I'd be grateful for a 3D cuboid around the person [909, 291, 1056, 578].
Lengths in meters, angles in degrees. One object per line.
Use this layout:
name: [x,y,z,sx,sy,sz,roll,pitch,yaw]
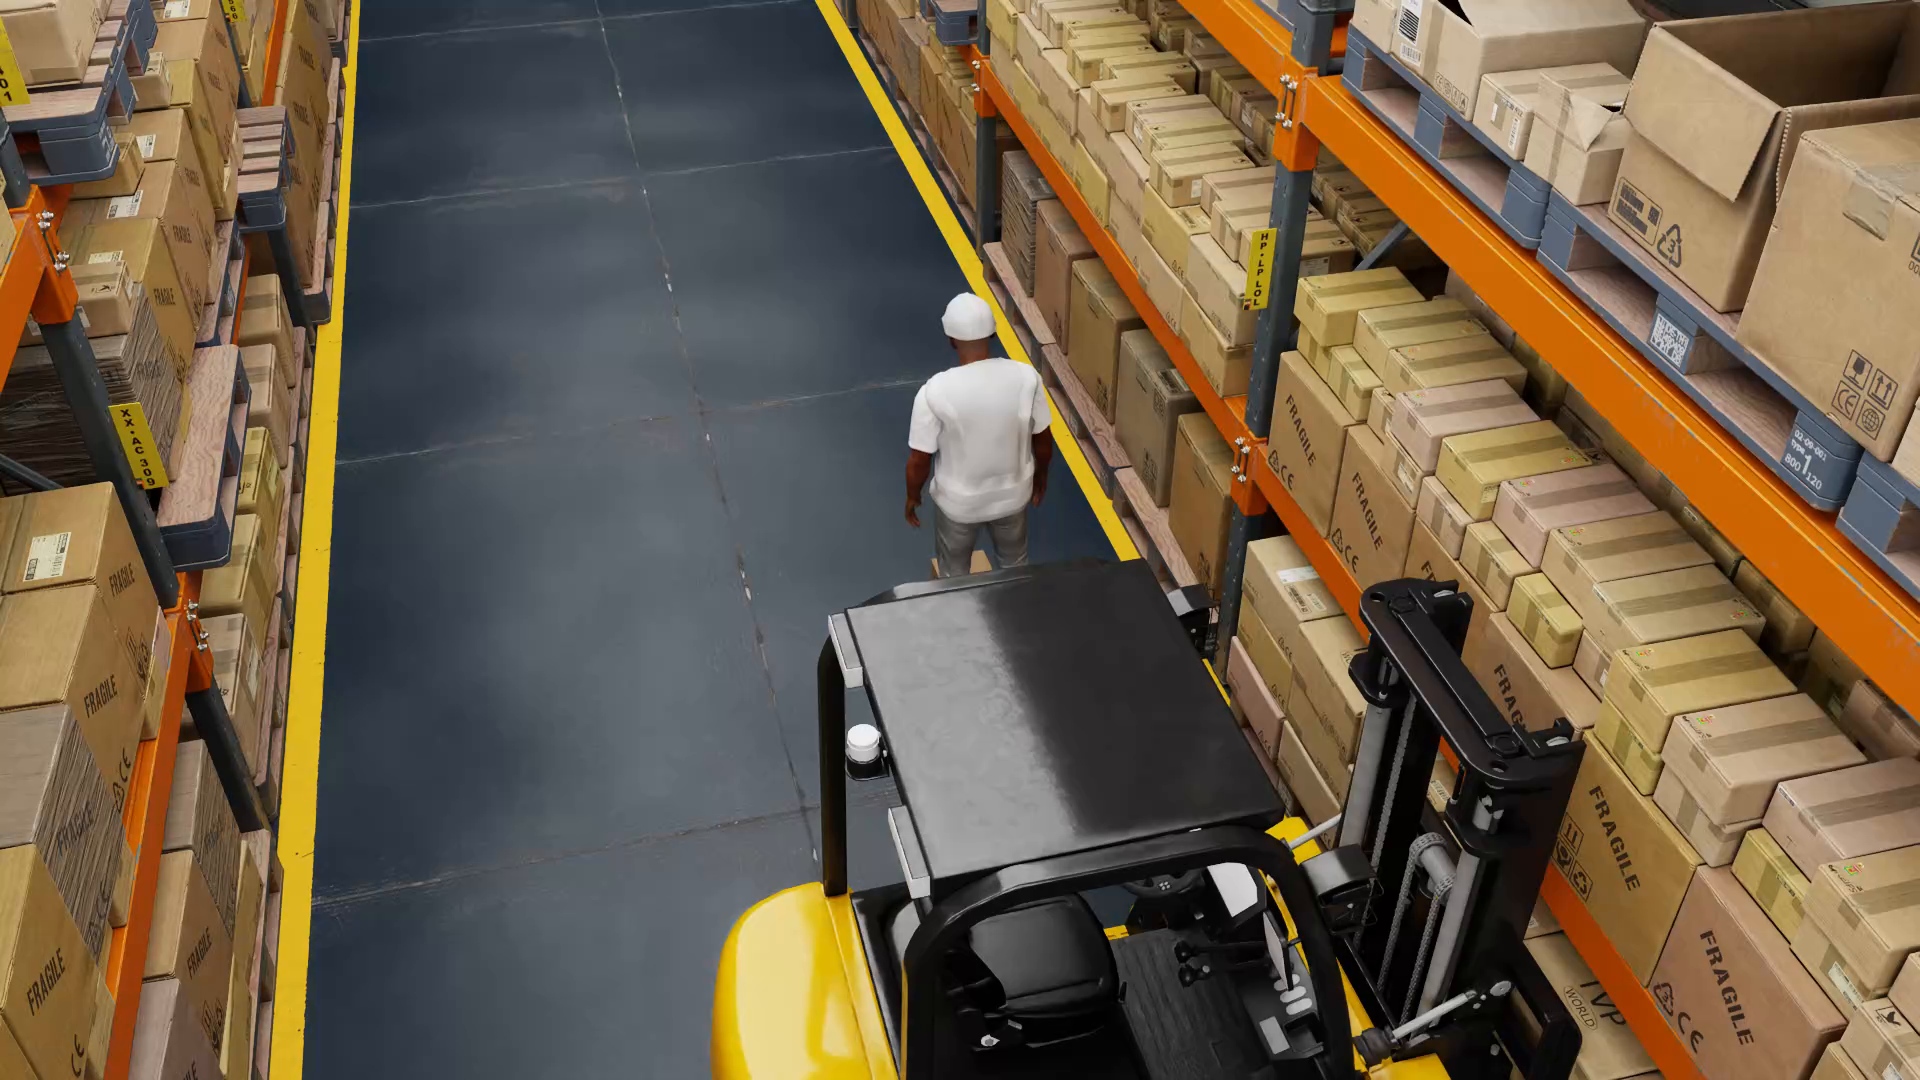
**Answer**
person: [0.090,-0.226,6.989,0.626,1.761,0.457,-8,39,-10]
